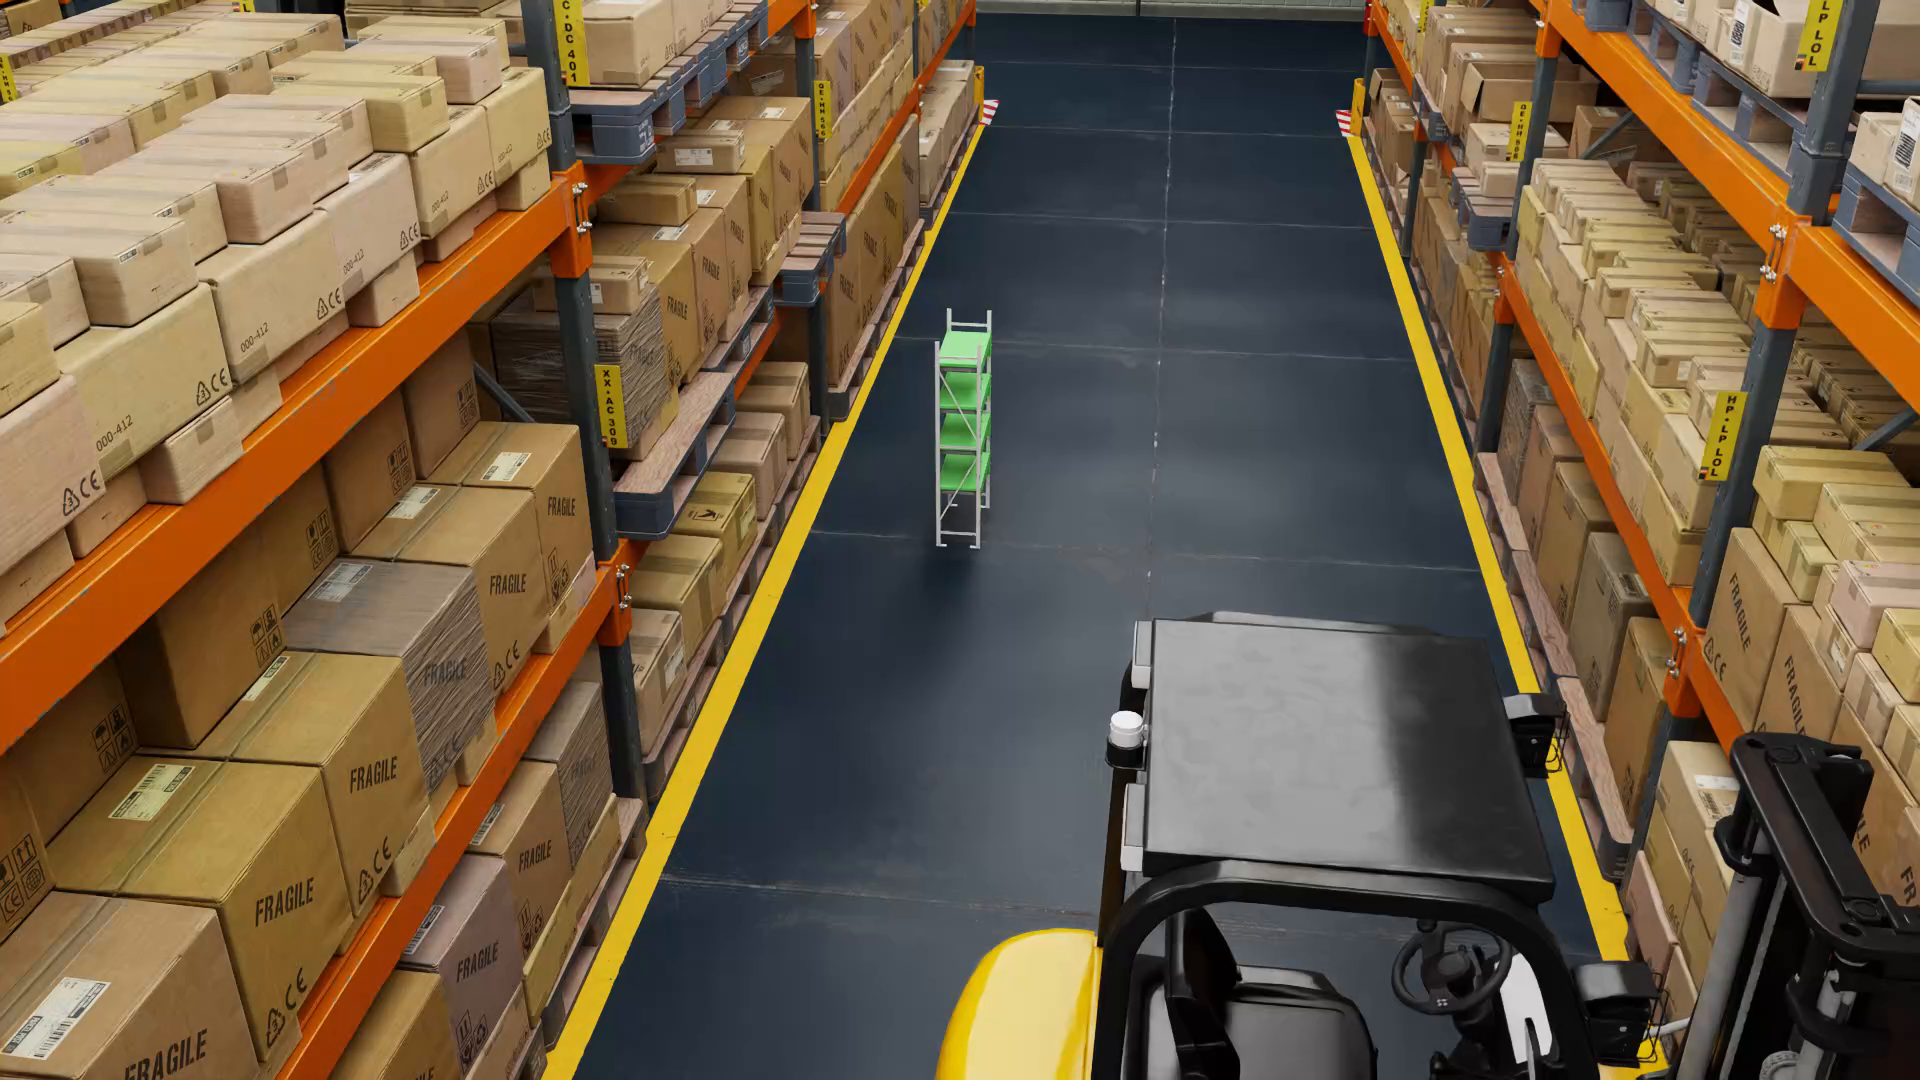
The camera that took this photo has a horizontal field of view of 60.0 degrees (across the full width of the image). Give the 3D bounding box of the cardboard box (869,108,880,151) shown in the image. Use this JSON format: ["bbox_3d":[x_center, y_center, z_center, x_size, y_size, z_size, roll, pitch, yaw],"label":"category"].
[{"bbox_3d":[-0.845,-2.887,11.605,0.500,0.250,0.500,3,28,6],"label":"cardboard box"}]

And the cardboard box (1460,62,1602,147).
[{"bbox_3d":[3.616,-2.739,10.619,0.797,0.503,0.637,3,28,5],"label":"cardboard box"}]

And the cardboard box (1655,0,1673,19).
[{"bbox_3d":[3.037,-2.183,6.694,0.380,0.149,0.250,3,28,6],"label":"cardboard box"}]

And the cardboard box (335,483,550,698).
[{"bbox_3d":[-1.681,0.158,5.374,0.500,0.500,0.500,4,29,8],"label":"cardboard box"}]

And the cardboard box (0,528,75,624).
[{"bbox_3d":[-1.929,0.033,3.128,0.380,0.149,0.250,3,28,6],"label":"cardboard box"}]

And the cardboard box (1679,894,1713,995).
[{"bbox_3d":[2.684,1.406,5.406,0.500,0.250,0.500,3,28,6],"label":"cardboard box"}]

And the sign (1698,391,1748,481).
[{"bbox_3d":[2.569,-0.348,5.596,0.100,0.325,0.005,3,28,6],"label":"sign"}]

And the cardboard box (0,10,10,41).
[{"bbox_3d":[-10.293,-4.873,16.929,0.875,0.875,0.875,3,28,6],"label":"cardboard box"}]

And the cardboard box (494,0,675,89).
[{"bbox_3d":[-1.348,-1.824,6.026,0.500,0.250,0.500,3,28,5],"label":"cardboard box"}]

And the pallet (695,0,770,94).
[{"bbox_3d":[-1.512,-2.144,7.102,1.213,0.211,1.003,3,28,6],"label":"pallet"}]

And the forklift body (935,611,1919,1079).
[{"bbox_3d":[1.041,1.412,4.362,2.313,2.155,1.214,3,28,6],"label":"forklift body"}]

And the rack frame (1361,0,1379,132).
[{"bbox_3d":[4.579,-5.495,16.287,1.000,3.000,0.127,3,28,6],"label":"rack frame"}]

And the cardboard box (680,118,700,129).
[{"bbox_3d":[-1.669,-1.932,8.811,0.500,0.500,0.500,5,29,9],"label":"cardboard box"}]

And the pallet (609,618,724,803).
[{"bbox_3d":[-1.724,0.728,7.676,1.003,0.211,1.213,3,28,6],"label":"pallet"}]

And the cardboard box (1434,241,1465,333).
[{"bbox_3d":[3.616,-1.752,11.532,0.500,0.500,0.500,2,28,4],"label":"cardboard box"}]

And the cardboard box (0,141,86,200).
[{"bbox_3d":[-2.289,-0.828,3.886,0.380,0.149,0.250,4,29,7],"label":"cardboard box"}]

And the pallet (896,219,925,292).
[{"bbox_3d":[-0.857,-2.304,13.303,1.003,0.211,1.213,3,28,6],"label":"pallet"}]

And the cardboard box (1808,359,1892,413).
[{"bbox_3d":[3.481,-0.570,6.355,0.380,0.149,0.250,3,28,6],"label":"cardboard box"}]

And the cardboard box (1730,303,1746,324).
[{"bbox_3d":[3.626,-0.943,7.469,0.500,0.250,0.500,3,28,5],"label":"cardboard box"}]

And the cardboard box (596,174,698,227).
[{"bbox_3d":[-1.378,-1.497,7.320,0.380,0.149,0.250,5,29,9],"label":"cardboard box"}]

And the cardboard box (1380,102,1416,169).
[{"bbox_3d":[4.103,-3.654,15.062,0.500,0.500,0.500,4,29,7],"label":"cardboard box"}]

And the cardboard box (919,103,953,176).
[{"bbox_3d":[-0.545,-3.666,15.151,0.875,0.438,0.875,3,28,5],"label":"cardboard box"}]

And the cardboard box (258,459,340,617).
[{"bbox_3d":[-2.259,-0.080,4.762,0.700,0.500,0.500,3,28,5],"label":"cardboard box"}]

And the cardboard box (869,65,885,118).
[{"bbox_3d":[-0.807,-3.109,11.490,0.500,0.250,0.500,4,29,7],"label":"cardboard box"}]

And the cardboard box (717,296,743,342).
[{"bbox_3d":[-1.249,-1.061,7.879,0.380,0.149,0.250,4,29,8],"label":"cardboard box"}]

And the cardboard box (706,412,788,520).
[{"bbox_3d":[-1.489,-0.431,9.215,0.950,0.372,0.625,3,28,5],"label":"cardboard box"}]

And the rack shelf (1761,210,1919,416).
[{"bbox_3d":[2.864,0.091,3.514,1.077,0.370,4.000,3,28,6],"label":"rack shelf"}]

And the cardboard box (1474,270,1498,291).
[{"bbox_3d":[3.487,-1.598,10.562,0.380,0.149,0.250,2,28,5],"label":"cardboard box"}]

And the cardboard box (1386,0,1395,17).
[{"bbox_3d":[4.136,-4.886,15.001,0.500,0.250,0.500,3,28,5],"label":"cardboard box"}]

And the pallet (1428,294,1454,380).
[{"bbox_3d":[3.880,-1.423,11.670,1.003,0.211,1.213,3,28,6],"label":"pallet"}]

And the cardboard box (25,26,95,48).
[{"bbox_3d":[-6.454,-3.580,11.928,0.380,0.149,0.250,4,29,8],"label":"cardboard box"}]

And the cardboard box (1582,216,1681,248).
[{"bbox_3d":[3.210,-1.434,7.960,0.380,0.149,0.250,4,29,7],"label":"cardboard box"}]

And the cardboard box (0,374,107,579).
[{"bbox_3d":[-1.910,-0.093,2.942,0.500,0.250,0.500,3,28,5],"label":"cardboard box"}]

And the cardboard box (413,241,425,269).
[{"bbox_3d":[-1.757,-0.825,4.720,0.380,0.149,0.250,2,28,4],"label":"cardboard box"}]

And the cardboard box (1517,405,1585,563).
[{"bbox_3d":[3.437,-0.268,8.645,0.875,0.625,0.625,4,29,8],"label":"cardboard box"}]

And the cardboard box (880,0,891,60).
[{"bbox_3d":[-0.781,-3.677,11.752,0.500,0.500,0.500,4,29,8],"label":"cardboard box"}]

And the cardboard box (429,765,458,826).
[{"bbox_3d":[-1.737,0.744,4.972,0.380,0.149,0.250,3,28,5],"label":"cardboard box"}]

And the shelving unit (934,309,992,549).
[{"bbox_3d":[0.020,-0.606,9.110,0.258,1.200,0.503,3,28,6],"label":"shelving unit"}]

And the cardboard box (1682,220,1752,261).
[{"bbox_3d":[3.677,-1.408,7.911,0.380,0.149,0.250,3,28,6],"label":"cardboard box"}]

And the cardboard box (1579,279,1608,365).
[{"bbox_3d":[3.120,-0.966,7.511,0.500,0.250,0.500,4,29,7],"label":"cardboard box"}]

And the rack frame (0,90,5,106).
[{"bbox_3d":[-6.253,-2.256,10.275,1.000,3.000,0.127,3,28,6],"label":"rack frame"}]

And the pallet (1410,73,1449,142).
[{"bbox_3d":[3.883,-3.158,12.151,1.003,0.211,1.213,3,28,6],"label":"pallet"}]

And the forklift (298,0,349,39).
[{"bbox_3d":[-3.299,-1.732,9.375,1.130,2.935,3.031,4,29,8],"label":"forklift"}]

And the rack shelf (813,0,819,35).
[{"bbox_3d":[-1.082,-3.961,11.036,1.077,0.370,4.000,3,28,6],"label":"rack shelf"}]

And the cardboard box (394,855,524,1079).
[{"bbox_3d":[-1.746,1.336,5.273,0.500,0.500,0.500,5,29,9],"label":"cardboard box"}]

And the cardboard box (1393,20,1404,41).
[{"bbox_3d":[4.048,-4.517,14.736,0.380,0.149,0.250,4,29,7],"label":"cardboard box"}]

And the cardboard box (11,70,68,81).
[{"bbox_3d":[-5.973,-2.925,10.712,0.380,0.149,0.250,3,28,5],"label":"cardboard box"}]

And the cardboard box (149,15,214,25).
[{"bbox_3d":[-5.749,-3.788,12.313,0.380,0.149,0.250,2,28,5],"label":"cardboard box"}]

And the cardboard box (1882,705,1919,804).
[{"bbox_3d":[2.624,0.560,4.259,0.380,0.149,0.250,2,28,5],"label":"cardboard box"}]

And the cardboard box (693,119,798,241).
[{"bbox_3d":[-1.160,-1.902,8.755,0.500,0.500,0.500,3,28,5],"label":"cardboard box"}]

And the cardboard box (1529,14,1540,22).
[{"bbox_3d":[4.473,-4.131,13.600,0.500,0.250,0.500,3,28,6],"label":"cardboard box"}]

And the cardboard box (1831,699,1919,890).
[{"bbox_3d":[2.687,0.788,4.519,0.500,0.500,0.500,3,28,6],"label":"cardboard box"}]

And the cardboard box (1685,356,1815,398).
[{"bbox_3d":[3.027,-0.584,6.382,0.380,0.149,0.250,3,28,6],"label":"cardboard box"}]

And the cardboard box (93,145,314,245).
[{"bbox_3d":[-1.735,-0.797,3.828,0.380,0.149,0.250,4,29,7],"label":"cardboard box"}]

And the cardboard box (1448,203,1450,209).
[{"bbox_3d":[3.784,-2.442,12.130,0.380,0.149,0.250,3,28,5],"label":"cardboard box"}]

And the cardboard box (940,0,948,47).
[{"bbox_3d":[-0.387,-4.619,14.555,0.500,0.500,0.500,4,29,7],"label":"cardboard box"}]

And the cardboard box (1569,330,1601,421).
[{"bbox_3d":[3.114,-0.745,7.629,0.500,0.250,0.500,4,29,8],"label":"cardboard box"}]
